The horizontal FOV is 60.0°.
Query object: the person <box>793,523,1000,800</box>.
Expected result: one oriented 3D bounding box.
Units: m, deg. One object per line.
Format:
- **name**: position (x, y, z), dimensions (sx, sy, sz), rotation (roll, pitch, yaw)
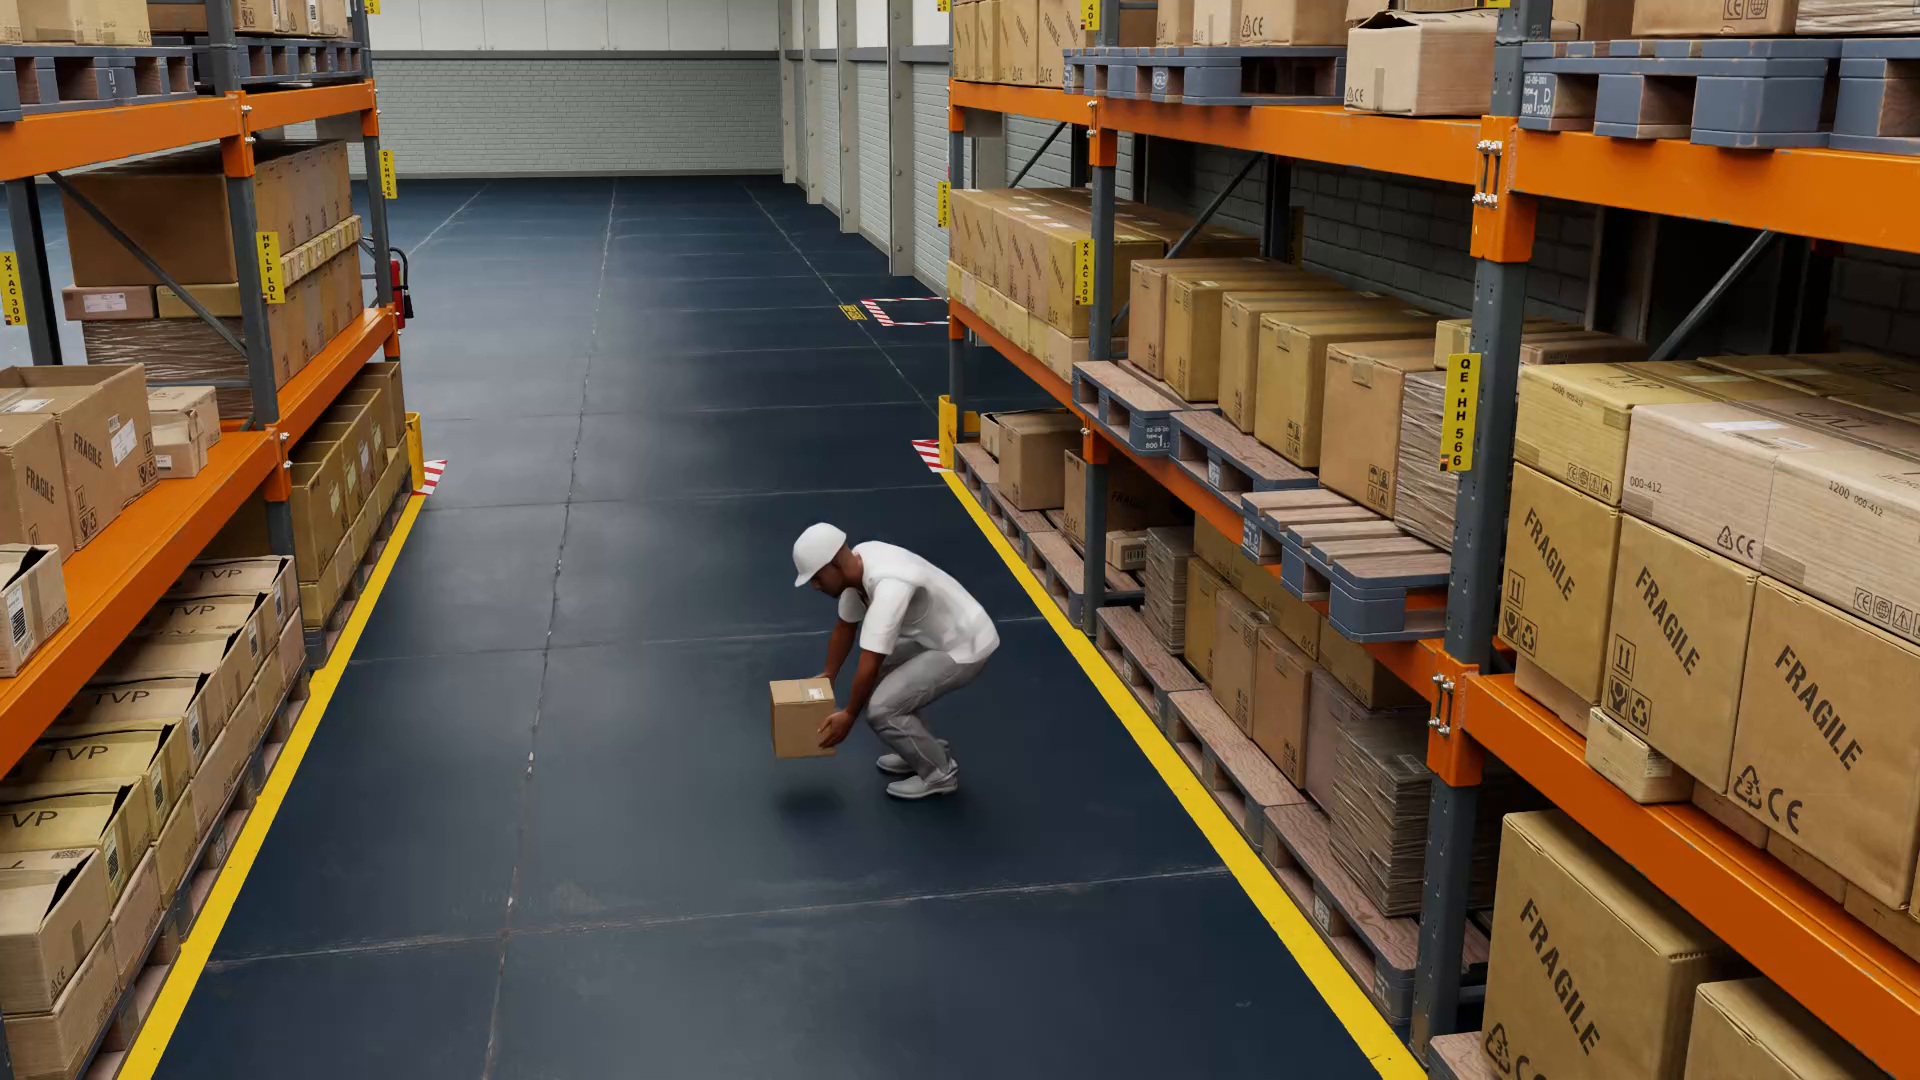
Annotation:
- **person**: position (-0.258, 0.482, 6.890), dimensions (0.846, 1.181, 0.616), rotation (-3, 17, -11)
